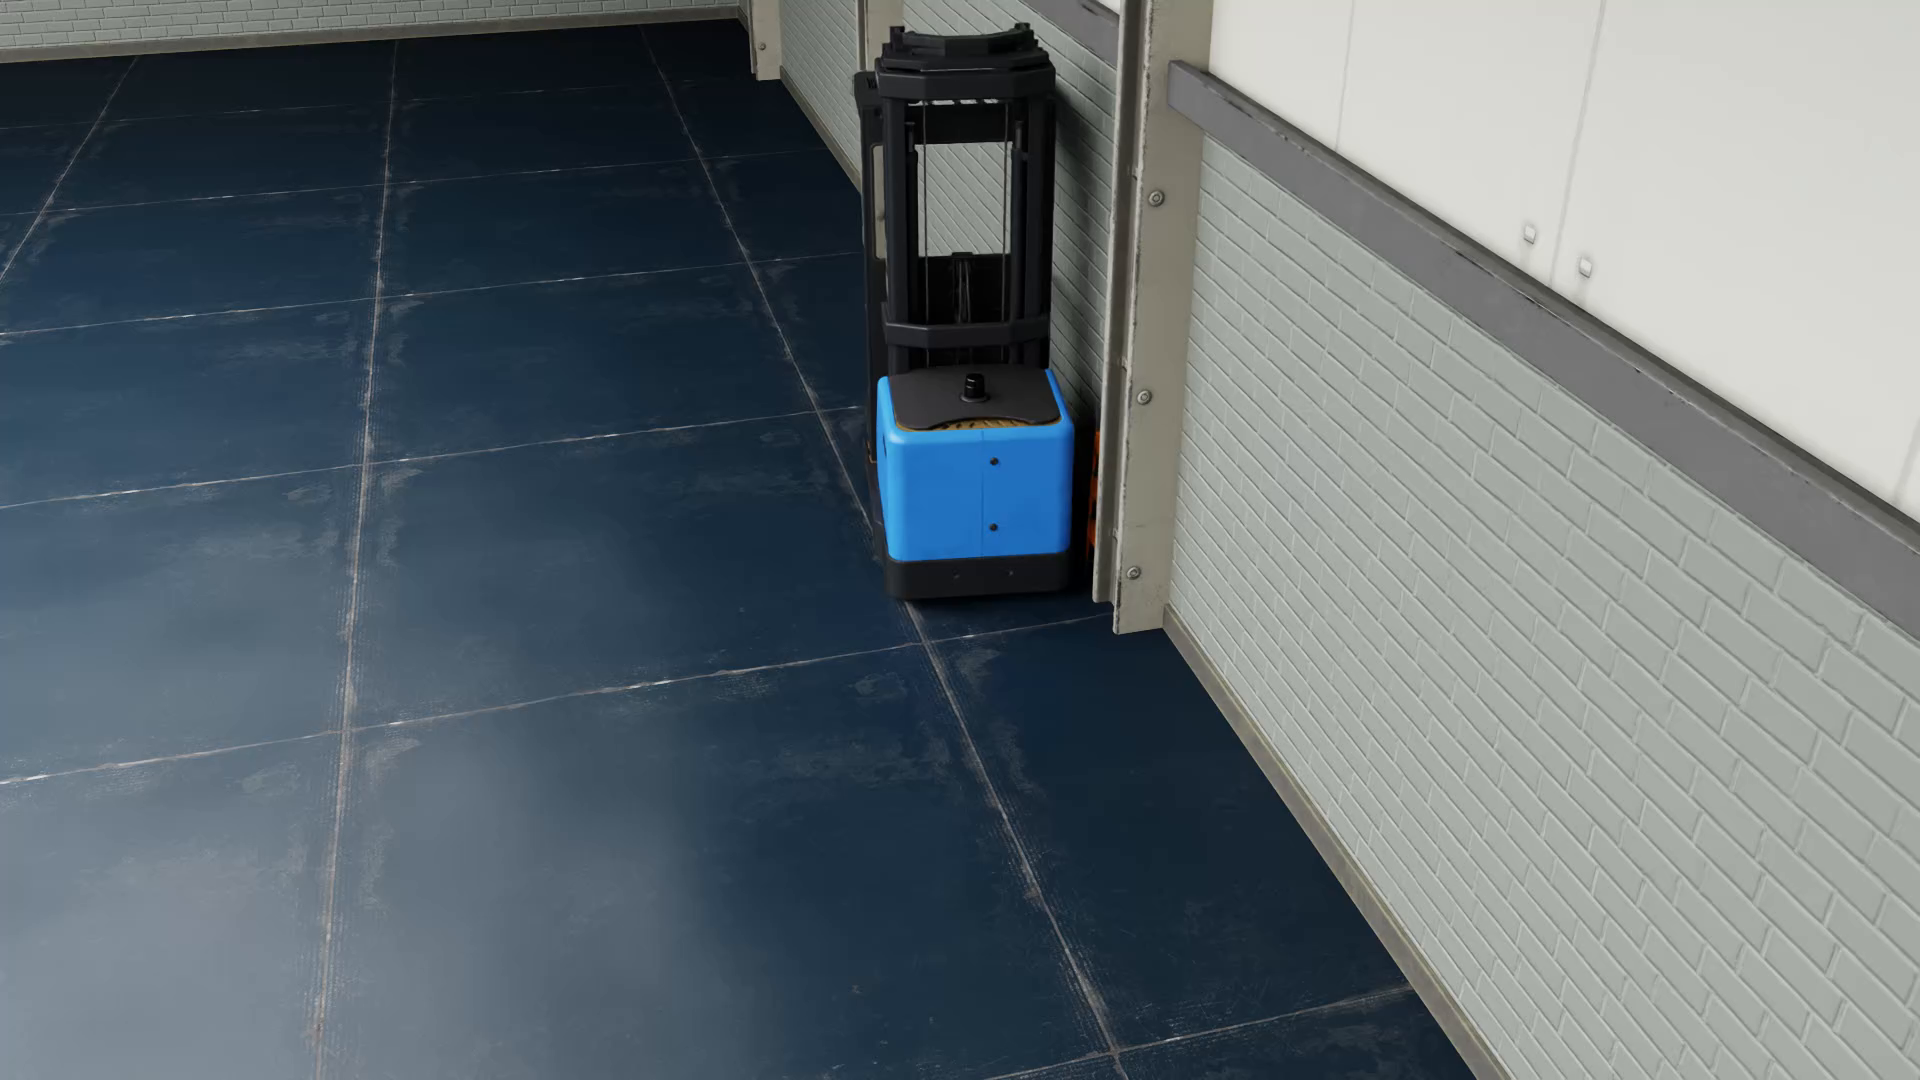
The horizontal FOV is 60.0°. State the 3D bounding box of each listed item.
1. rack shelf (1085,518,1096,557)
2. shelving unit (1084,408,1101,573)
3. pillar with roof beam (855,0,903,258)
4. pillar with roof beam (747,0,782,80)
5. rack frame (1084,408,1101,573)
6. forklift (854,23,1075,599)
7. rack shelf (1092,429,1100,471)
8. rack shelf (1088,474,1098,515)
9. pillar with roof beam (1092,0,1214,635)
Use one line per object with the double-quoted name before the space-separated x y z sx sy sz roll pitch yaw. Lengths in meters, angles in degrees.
"rack shelf" 0.857 0.032 9.446 0.215 0.259 0.240 -7 31 -15
"shelving unit" 0.866 -0.219 9.304 0.215 1.050 0.252 -7 31 -15
"pillar with roof beam" -4.795 -5.819 11.052 9.100 9.000 0.400 -8 31 -13
"pillar with roof beam" -6.388 -8.717 16.059 9.100 9.000 0.400 -8 31 -13
"rack frame" 0.832 -0.277 9.405 0.200 1.050 0.008 -7 31 -15
"forklift" -0.036 -1.652 9.910 1.130 2.935 3.031 -3 30 -5
"rack shelf" 0.874 -0.456 9.169 0.215 0.259 0.240 -7 31 -15
"rack shelf" 0.865 -0.209 9.309 0.215 0.259 0.240 -7 31 -15
"pillar with roof beam" -3.203 -2.921 6.045 9.100 9.000 0.400 -8 31 -13
